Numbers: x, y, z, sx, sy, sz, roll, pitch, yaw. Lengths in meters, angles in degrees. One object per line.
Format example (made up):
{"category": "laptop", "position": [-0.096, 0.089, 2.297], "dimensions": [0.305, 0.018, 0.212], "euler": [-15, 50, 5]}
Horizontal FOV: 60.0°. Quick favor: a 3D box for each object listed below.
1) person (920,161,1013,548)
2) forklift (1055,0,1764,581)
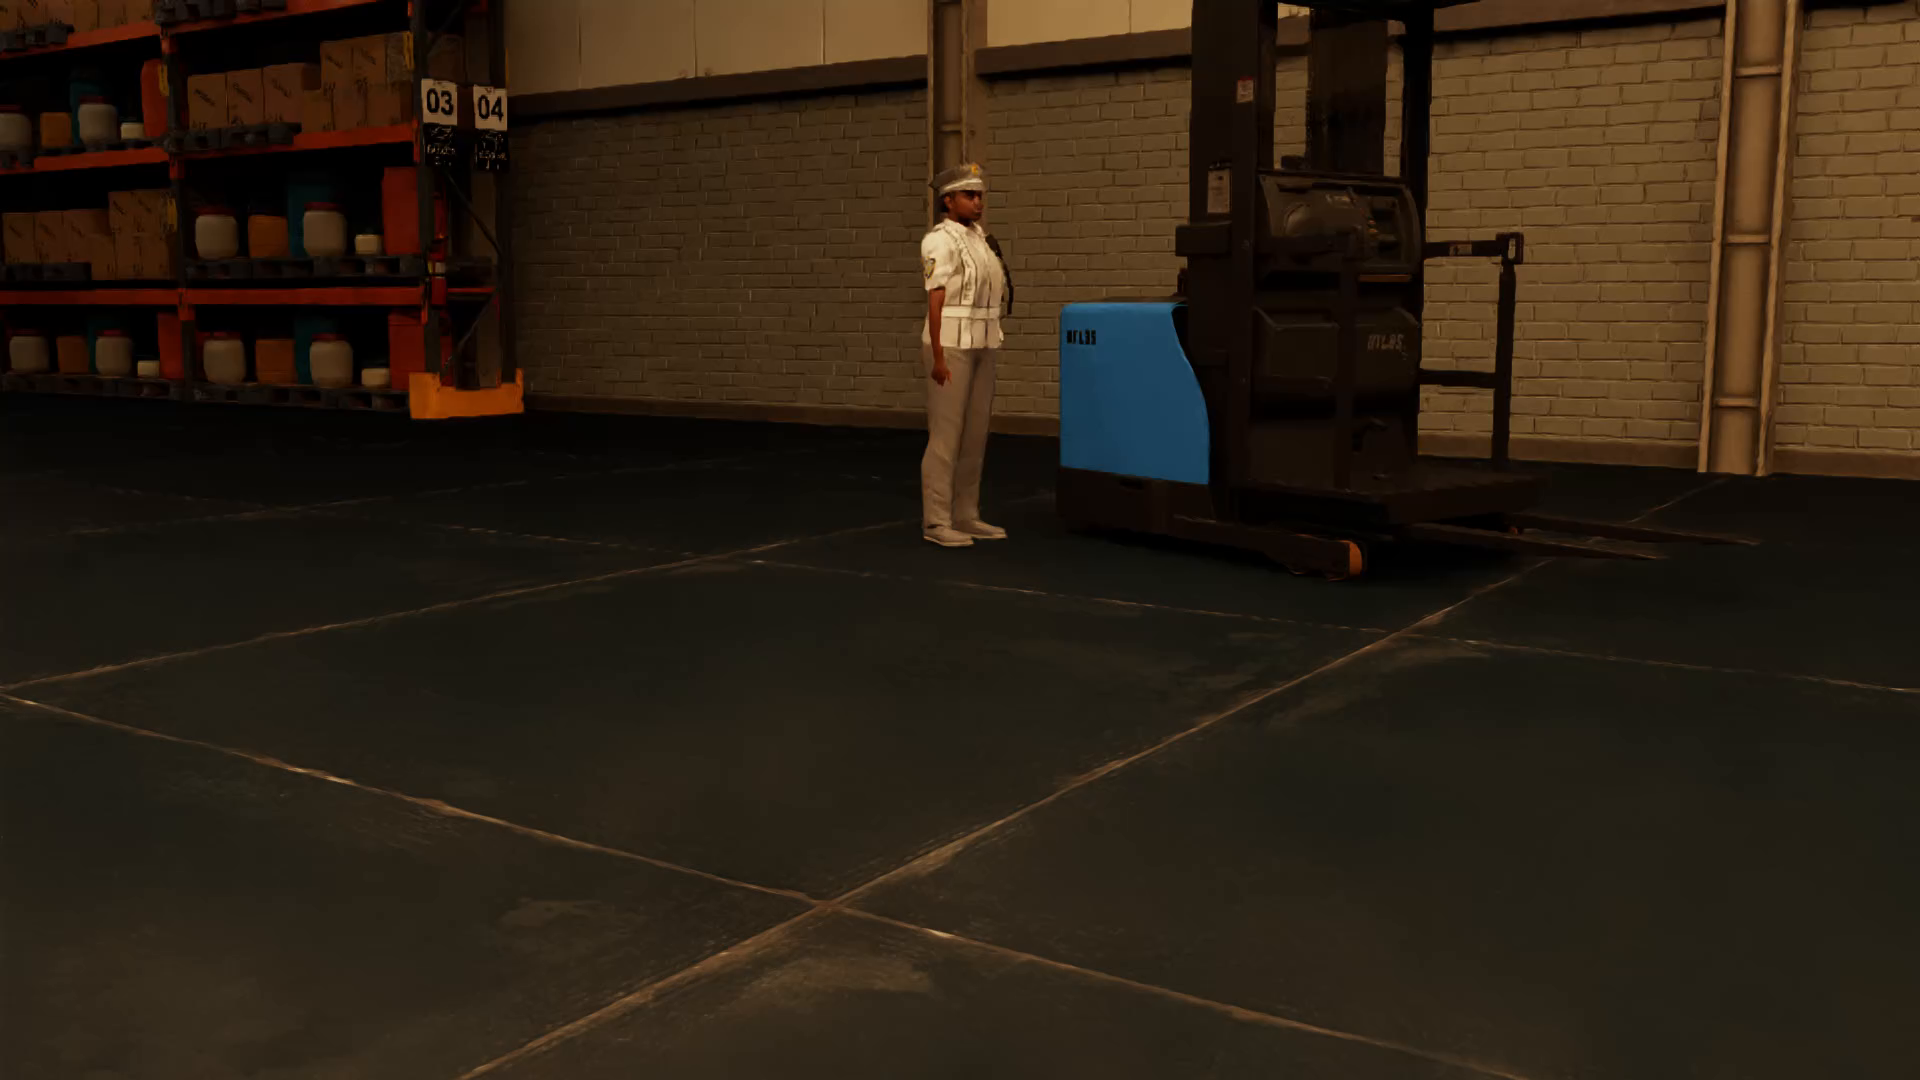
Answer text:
{"category": "person", "position": [0.013, -0.832, 7.468], "dimensions": [0.338, 1.692, 0.446], "euler": [5, 10, 34]}
{"category": "forklift", "position": [1.726, -1.367, 6.809], "dimensions": [1.130, 2.935, 3.031], "euler": [-6, 10, -36]}
